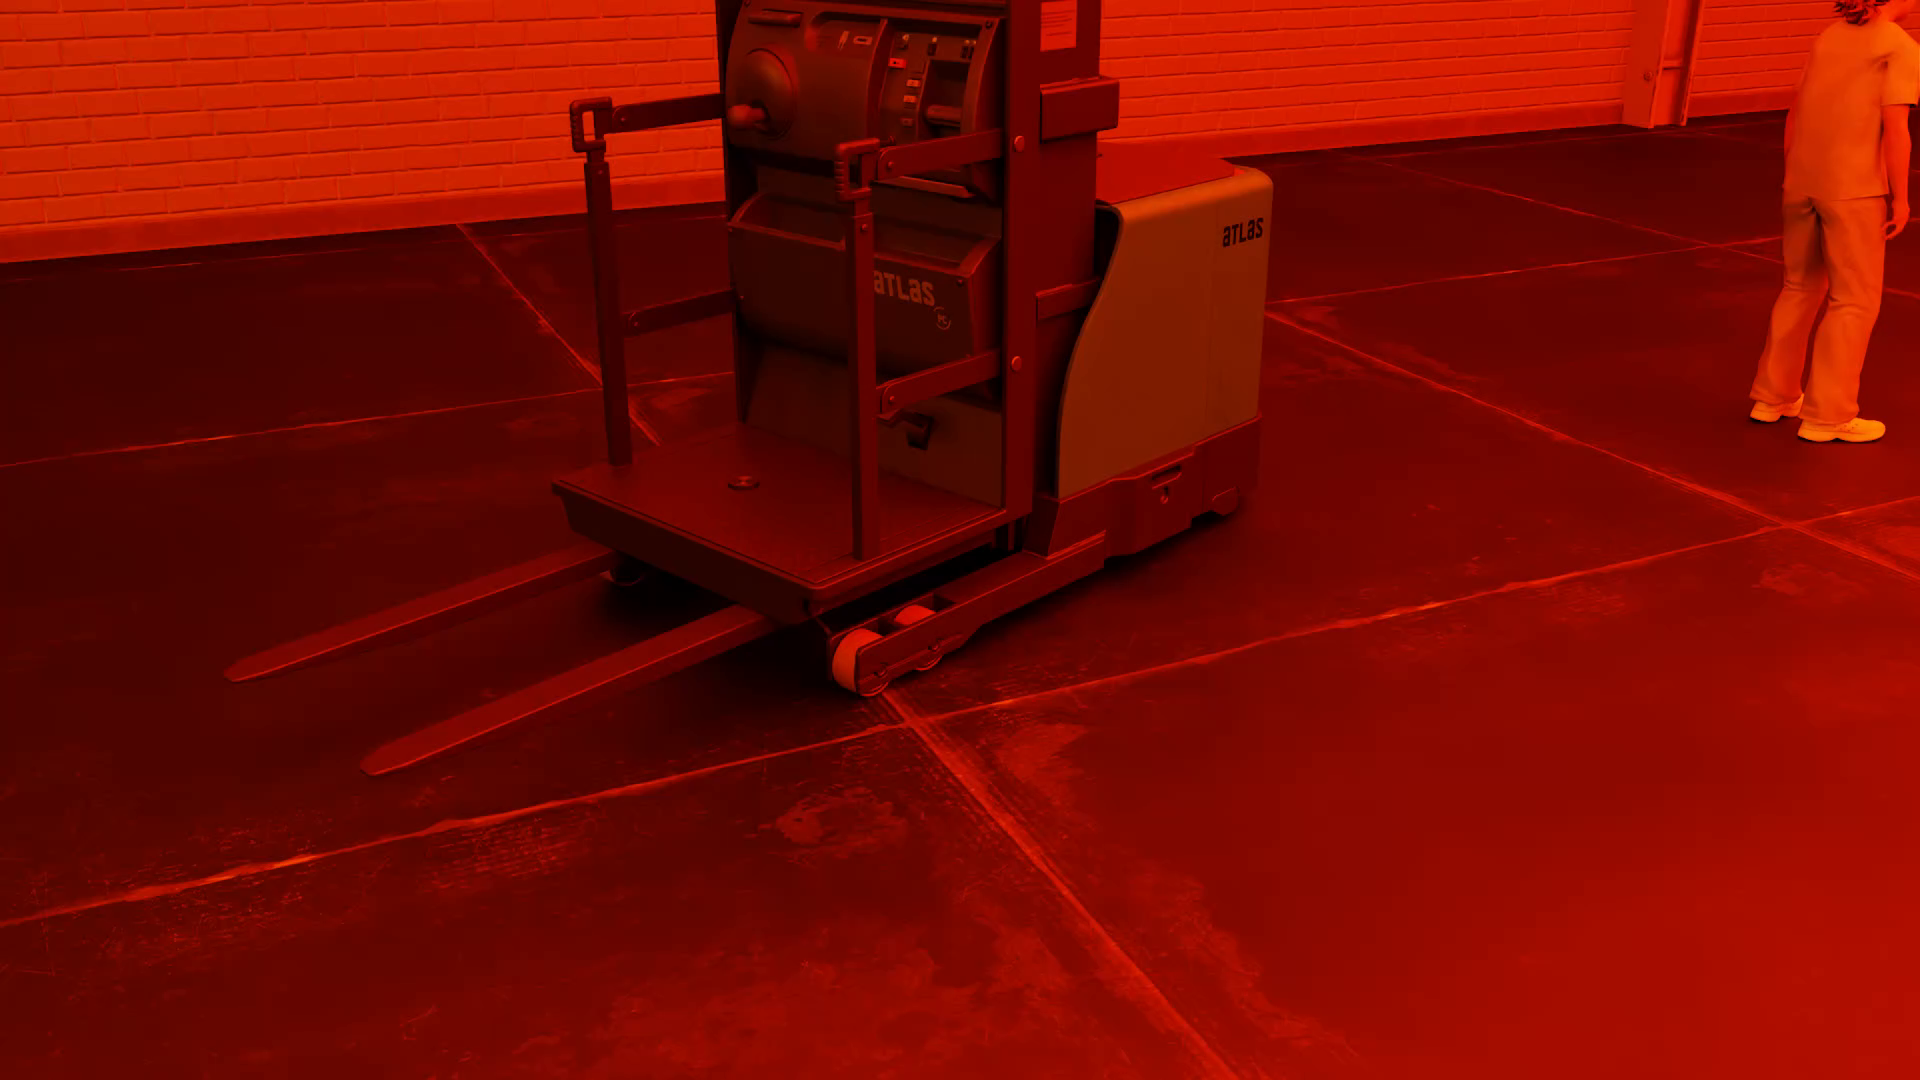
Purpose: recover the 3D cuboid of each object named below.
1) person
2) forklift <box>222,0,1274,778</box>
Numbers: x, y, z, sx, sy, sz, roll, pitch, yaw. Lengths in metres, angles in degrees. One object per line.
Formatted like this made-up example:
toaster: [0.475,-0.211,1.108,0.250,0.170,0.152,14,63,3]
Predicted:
person: [3.089,-1.200,5.816,0.360,1.672,0.515,-9,24,-20]
forklift: [-0.413,-1.182,4.131,1.130,2.935,3.031,19,29,39]
